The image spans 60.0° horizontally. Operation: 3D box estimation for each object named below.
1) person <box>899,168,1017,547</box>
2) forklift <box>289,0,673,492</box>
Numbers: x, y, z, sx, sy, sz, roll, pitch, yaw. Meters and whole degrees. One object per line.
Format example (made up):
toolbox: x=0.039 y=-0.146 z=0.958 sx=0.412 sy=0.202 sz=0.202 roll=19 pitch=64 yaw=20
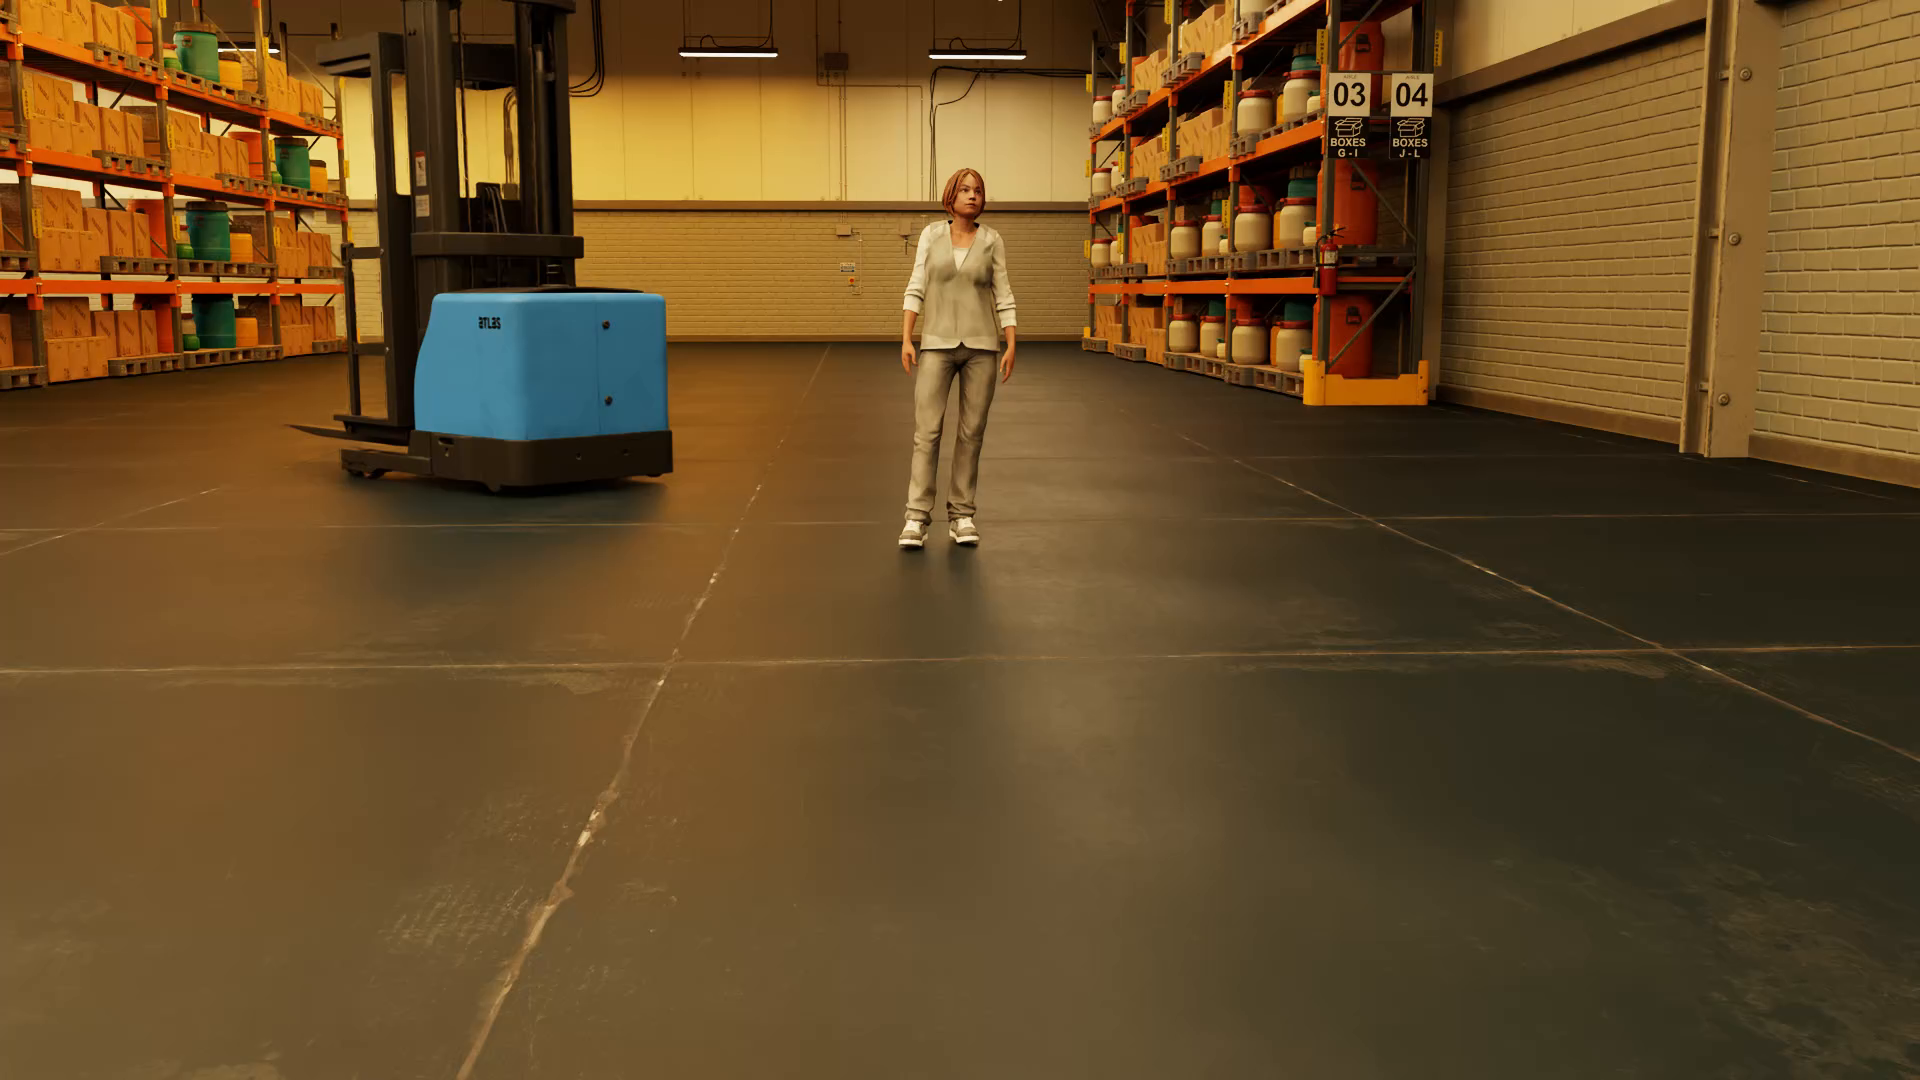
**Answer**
person: x=-0.009 y=-0.786 z=7.117 sx=0.521 sy=1.599 sz=0.473 roll=-1 pitch=8 yaw=-4
forklift: x=-3.043 y=-1.861 z=9.861 sx=3.031 sy=2.935 sz=1.130 roll=8 pitch=12 yaw=43
